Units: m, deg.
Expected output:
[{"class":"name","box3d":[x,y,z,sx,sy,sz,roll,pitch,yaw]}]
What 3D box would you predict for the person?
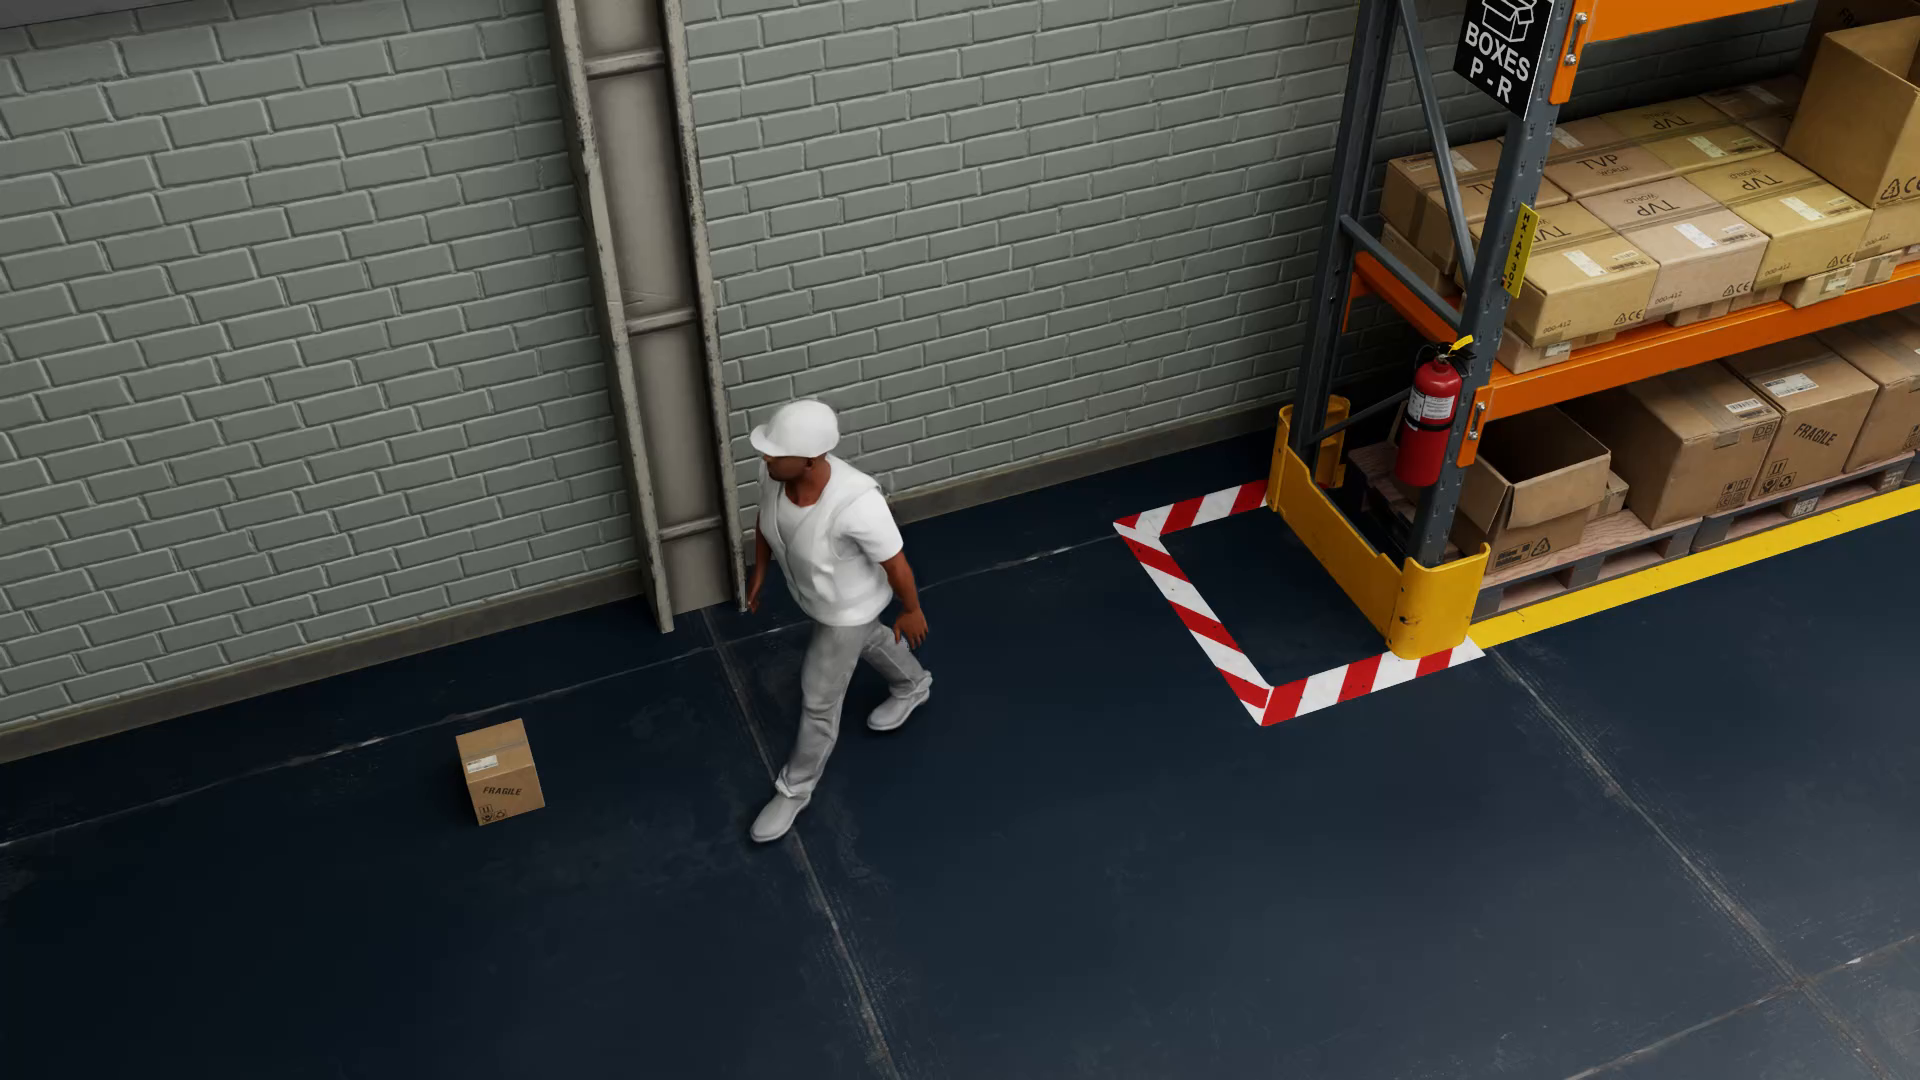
[{"class":"person","box3d":[-0.491,0.188,5.911,0.967,1.709,0.615,-26,48,-26]}]
